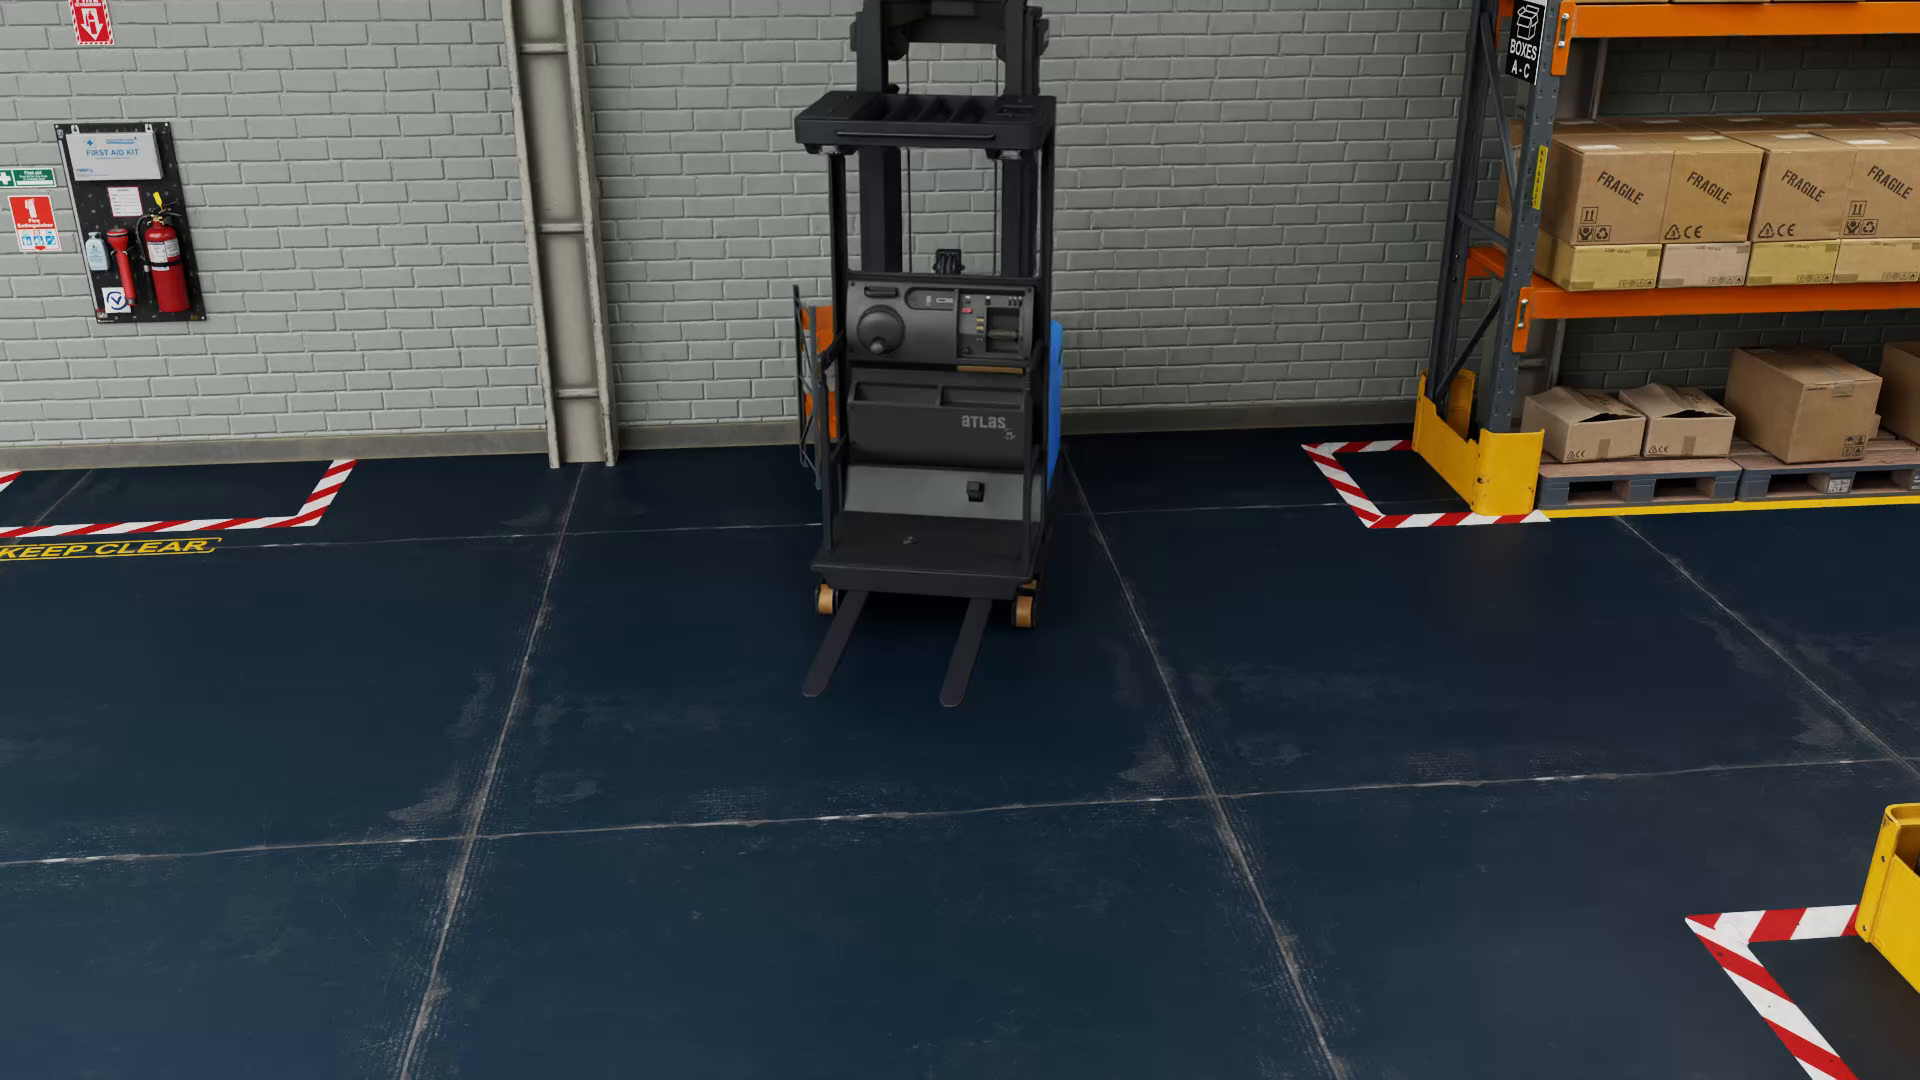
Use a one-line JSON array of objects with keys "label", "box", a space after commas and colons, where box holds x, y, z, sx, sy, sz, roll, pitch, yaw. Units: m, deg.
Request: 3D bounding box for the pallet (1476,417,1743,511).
[{"label": "pallet", "box": [3.904, -0.492, 10.097, 1.213, 0.211, 1.003, -2, 24, -5]}]

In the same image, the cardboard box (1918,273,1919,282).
[{"label": "cardboard box", "box": [5.560, -1.661, 9.454, 0.500, 0.250, 0.500, -2, 24, -5]}]

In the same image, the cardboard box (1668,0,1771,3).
[{"label": "cardboard box", "box": [3.912, -3.090, 8.668, 0.500, 0.500, 0.500, -1, 24, -2]}]

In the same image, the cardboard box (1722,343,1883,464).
[{"label": "cardboard box", "box": [5.016, -0.827, 9.954, 0.500, 0.500, 0.700, -4, 24, -8]}]

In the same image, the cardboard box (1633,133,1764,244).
[{"label": "cardboard box", "box": [4.014, -1.942, 9.162, 0.500, 0.500, 0.500, -2, 24, -5]}]

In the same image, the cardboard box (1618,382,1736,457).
[{"label": "cardboard box", "box": [4.281, -0.732, 9.972, 0.500, 0.311, 0.500, 0, 24, -1]}]

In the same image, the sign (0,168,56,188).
[{"label": "sign", "box": [-5.361, -2.075, 9.528, 0.331, 0.109, 0.001, -2, 24, -5]}]

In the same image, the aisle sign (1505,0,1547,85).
[{"label": "aisle sign", "box": [2.974, -2.809, 8.676, 0.004, 0.787, 0.394, -2, 24, -5]}]

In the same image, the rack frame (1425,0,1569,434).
[{"label": "rack frame", "box": [3.016, -1.745, 9.483, 0.127, 3.000, 1.000, -2, 24, -5]}]

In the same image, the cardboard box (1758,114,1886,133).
[{"label": "cardboard box", "box": [4.982, -2.192, 9.725, 0.500, 0.500, 0.500, -2, 24, -4]}]

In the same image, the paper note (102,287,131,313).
[{"label": "paper note", "box": [-4.989, -1.418, 9.833, 0.142, 0.148, 0.016, -2, 24, -5]}]

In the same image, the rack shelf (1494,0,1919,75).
[{"label": "rack shelf", "box": [5.007, -2.867, 9.200, 4.000, 0.370, 1.077, -2, 24, -5]}]

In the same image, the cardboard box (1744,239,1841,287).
[{"label": "cardboard box", "box": [4.556, -1.621, 9.365, 0.500, 0.250, 0.500, -3, 24, -6]}]

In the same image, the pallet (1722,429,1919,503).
[{"label": "pallet", "box": [5.115, -0.540, 10.204, 1.213, 0.211, 1.003, -2, 24, -5]}]

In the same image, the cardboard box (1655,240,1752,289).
[{"label": "cardboard box", "box": [4.049, -1.603, 9.325, 0.500, 0.250, 0.500, -3, 24, -7]}]

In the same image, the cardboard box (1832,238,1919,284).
[{"label": "cardboard box", "box": [5.059, -1.641, 9.408, 0.500, 0.250, 0.500, -2, 24, -5]}]

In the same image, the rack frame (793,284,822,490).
[{"label": "rack frame", "box": [-0.908, -0.910, 9.913, 0.032, 1.125, 0.500, -7, 25, -16]}]

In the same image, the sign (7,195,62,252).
[{"label": "sign", "box": [-5.366, -1.836, 9.644, 0.234, 0.329, 0.001, -2, 24, -5]}]

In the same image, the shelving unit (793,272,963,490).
[{"label": "shelving unit", "box": [-0.422, -0.971, 10.049, 1.048, 1.125, 0.538, -7, 25, -16]}]

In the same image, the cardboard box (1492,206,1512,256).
[{"label": "cardboard box", "box": [3.463, -1.783, 9.728, 0.500, 0.250, 0.500, -2, 24, -4]}]

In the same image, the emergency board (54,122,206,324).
[{"label": "emergency board", "box": [-4.806, -1.800, 9.607, 0.643, 1.169, 0.194, -2, 24, -5]}]

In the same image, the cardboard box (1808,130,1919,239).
[{"label": "cardboard box", "box": [5.041, -1.985, 9.260, 0.500, 0.500, 0.500, -2, 24, -3]}]

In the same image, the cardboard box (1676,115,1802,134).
[{"label": "cardboard box", "box": [4.481, -2.172, 9.680, 0.500, 0.500, 0.500, -3, 24, -7]}]

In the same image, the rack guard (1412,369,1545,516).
[{"label": "rack guard", "box": [3.092, -0.606, 9.998, 0.348, 0.500, 1.175, -2, 24, -5]}]

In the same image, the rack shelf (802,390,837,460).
[{"label": "rack shelf", "box": [-0.422, -0.747, 10.148, 1.000, 0.278, 0.538, -7, 25, -16]}]

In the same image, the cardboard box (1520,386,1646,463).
[{"label": "cardboard box", "box": [3.714, -0.709, 9.920, 0.500, 0.311, 0.500, -5, 24, -11]}]

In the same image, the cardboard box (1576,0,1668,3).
[{"label": "cardboard box", "box": [3.374, -3.083, 8.652, 0.500, 0.500, 0.500, -2, 24, -4]}]

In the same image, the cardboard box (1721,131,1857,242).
[{"label": "cardboard box", "box": [4.529, -1.960, 9.203, 0.500, 0.500, 0.500, -3, 24, -7]}]

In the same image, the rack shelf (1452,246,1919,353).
[{"label": "rack shelf", "box": [5.007, -1.496, 9.809, 4.000, 0.370, 1.077, -2, 24, -5]}]

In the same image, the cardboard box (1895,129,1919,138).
[{"label": "cardboard box", "box": [5.559, -2.006, 9.308, 0.500, 0.500, 0.500, -3, 24, -7]}]

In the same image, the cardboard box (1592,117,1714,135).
[{"label": "cardboard box", "box": [3.967, -2.149, 9.629, 0.500, 0.500, 0.500, -2, 24, -4]}]

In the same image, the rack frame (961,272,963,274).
[{"label": "rack frame", "box": [0.064, -1.031, 10.185, 0.032, 1.125, 0.500, -7, 25, -16]}]

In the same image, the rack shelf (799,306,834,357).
[{"label": "rack shelf", "box": [-0.422, -1.238, 9.930, 1.000, 0.278, 0.538, -7, 25, -16]}]

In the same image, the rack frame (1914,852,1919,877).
[{"label": "rack frame", "box": [3.507, 0.257, 4.979, 0.127, 3.000, 1.000, -2, 24, -5]}]

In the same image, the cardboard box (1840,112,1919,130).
[{"label": "cardboard box", "box": [5.497, -2.217, 9.782, 0.500, 0.500, 0.500, -2, 24, -4]}]

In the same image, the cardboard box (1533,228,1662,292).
[{"label": "cardboard box", "box": [3.533, -1.577, 9.265, 0.500, 0.250, 0.500, -3, 24, -7]}]

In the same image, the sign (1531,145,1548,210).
[{"label": "sign", "box": [3.070, -1.922, 8.814, 0.005, 0.325, 0.100, -2, 24, -5]}]

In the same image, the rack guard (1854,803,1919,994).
[{"label": "rack guard", "box": [3.483, 1.400, 5.485, 0.348, 0.500, 1.175, -2, 24, -5]}]

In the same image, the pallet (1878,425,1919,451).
[{"label": "pallet", "box": [6.332, -0.590, 10.317, 1.213, 0.211, 1.003, -2, 24, -5]}]

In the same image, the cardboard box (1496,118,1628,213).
[{"label": "cardboard box", "box": [3.465, -2.133, 9.593, 0.500, 0.500, 0.500, -3, 24, -6]}]

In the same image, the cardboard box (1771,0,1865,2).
[{"label": "cardboard box", "box": [4.428, -3.112, 8.719, 0.500, 0.500, 0.500, -1, 24, -3]}]

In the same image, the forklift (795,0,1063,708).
[{"label": "forklift", "box": [-0.127, -1.052, 8.009, 1.130, 2.935, 3.031, 3, 24, 8]}]

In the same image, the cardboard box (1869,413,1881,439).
[{"label": "cardboard box", "box": [5.403, -0.747, 10.207, 0.250, 0.149, 0.380, -4, 24, -9]}]

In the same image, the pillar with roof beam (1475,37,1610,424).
[{"label": "pillar with roof beam", "box": [4.051, -3.124, 5.200, 0.400, 9.000, 9.100, -2, 24, -5]}]

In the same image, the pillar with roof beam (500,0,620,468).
[{"label": "pillar with roof beam", "box": [-1.920, -2.885, 4.661, 0.400, 9.000, 9.100, -2, 24, -5]}]

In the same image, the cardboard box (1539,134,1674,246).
[{"label": "cardboard box", "box": [3.521, -1.926, 9.127, 0.500, 0.500, 0.500, -2, 24, -5]}]

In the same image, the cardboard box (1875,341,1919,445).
[{"label": "cardboard box", "box": [5.968, -0.906, 10.131, 0.500, 0.500, 0.500, -4, 24, -9]}]

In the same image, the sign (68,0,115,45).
[{"label": "sign", "box": [-4.824, -2.899, 9.226, 0.199, 0.298, 0.001, -2, 24, -5]}]
